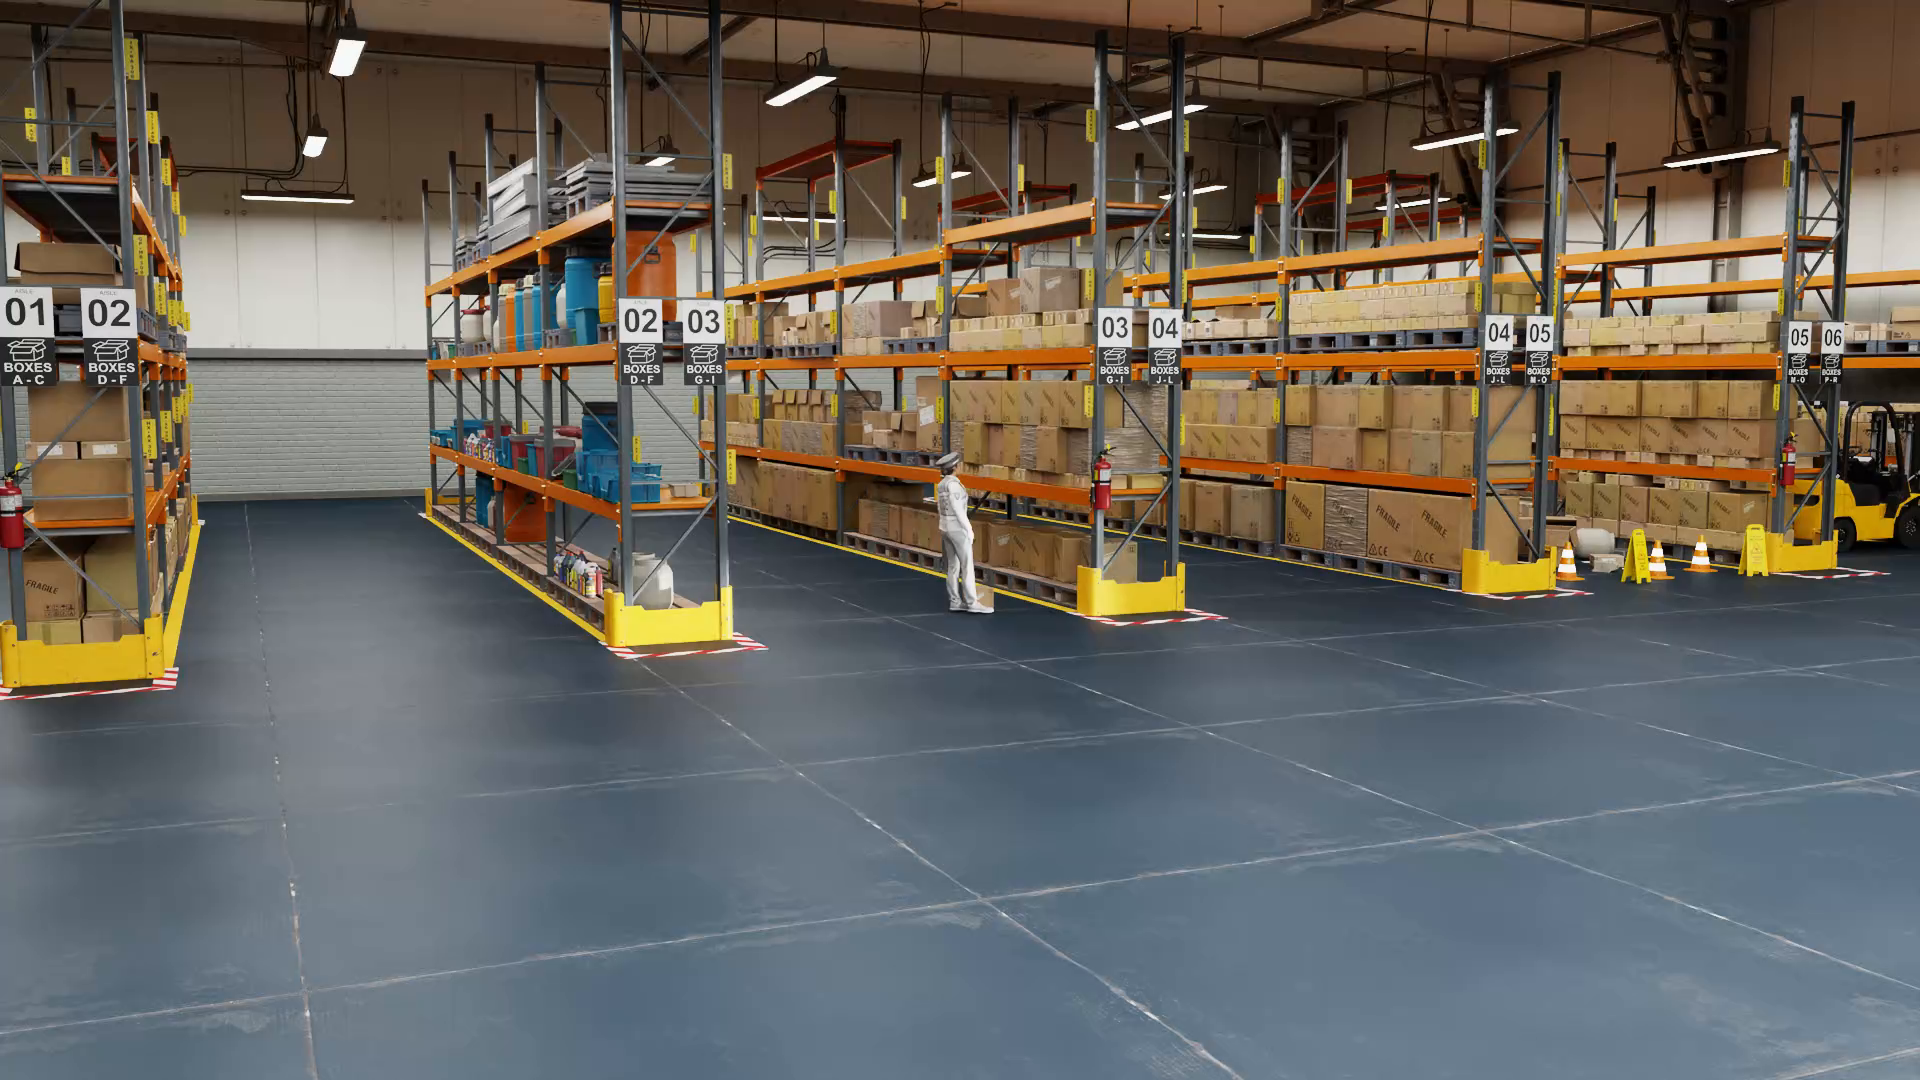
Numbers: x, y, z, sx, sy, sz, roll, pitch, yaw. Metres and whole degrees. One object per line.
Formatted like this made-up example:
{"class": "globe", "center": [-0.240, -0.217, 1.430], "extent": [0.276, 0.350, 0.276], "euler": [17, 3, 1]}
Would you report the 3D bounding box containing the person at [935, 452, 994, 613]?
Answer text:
{"class": "person", "center": [0.018, -0.088, 17.652], "extent": [0.529, 1.694, 0.587], "euler": [-2, 6, -24]}
